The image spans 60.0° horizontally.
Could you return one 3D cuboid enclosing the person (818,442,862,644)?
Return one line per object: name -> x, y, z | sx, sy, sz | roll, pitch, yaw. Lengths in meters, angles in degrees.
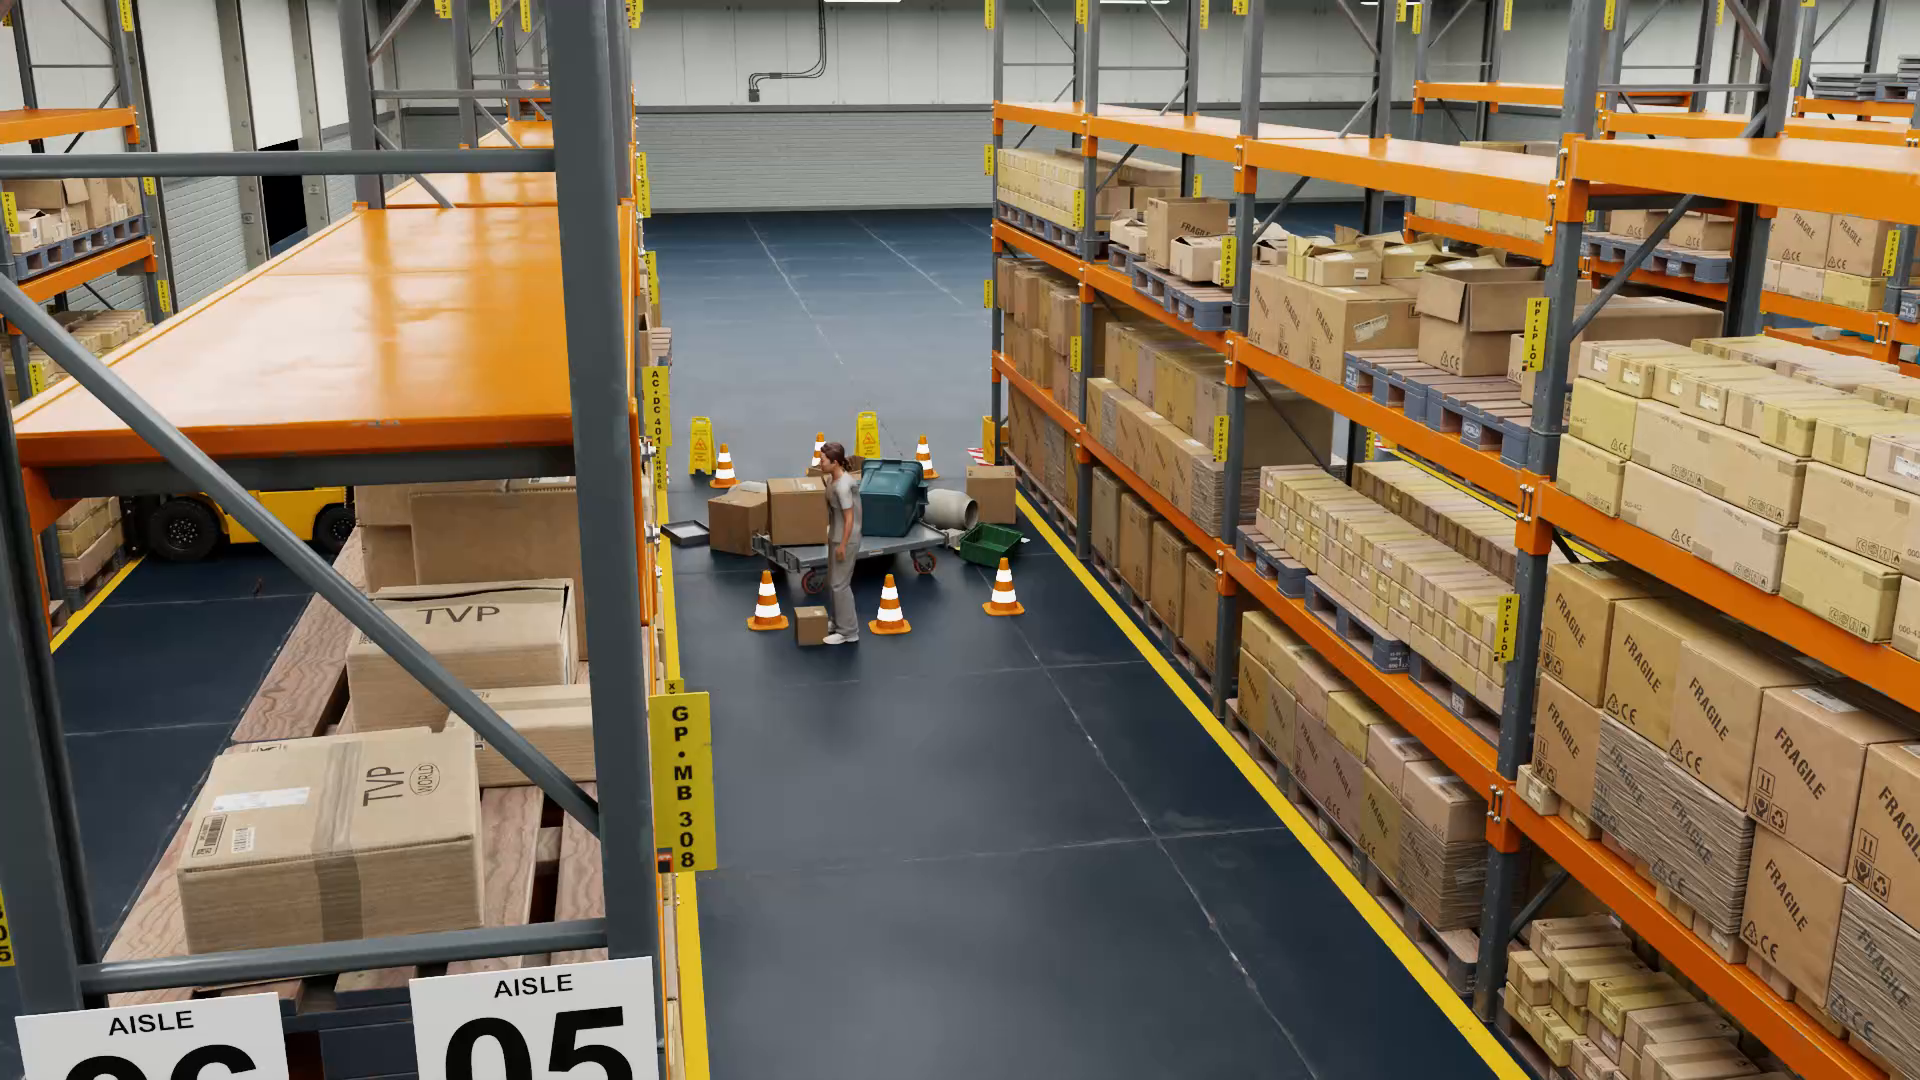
person -> -0.980, 0.008, 13.511 | 0.357, 1.672, 0.514 | -4, 17, -13
